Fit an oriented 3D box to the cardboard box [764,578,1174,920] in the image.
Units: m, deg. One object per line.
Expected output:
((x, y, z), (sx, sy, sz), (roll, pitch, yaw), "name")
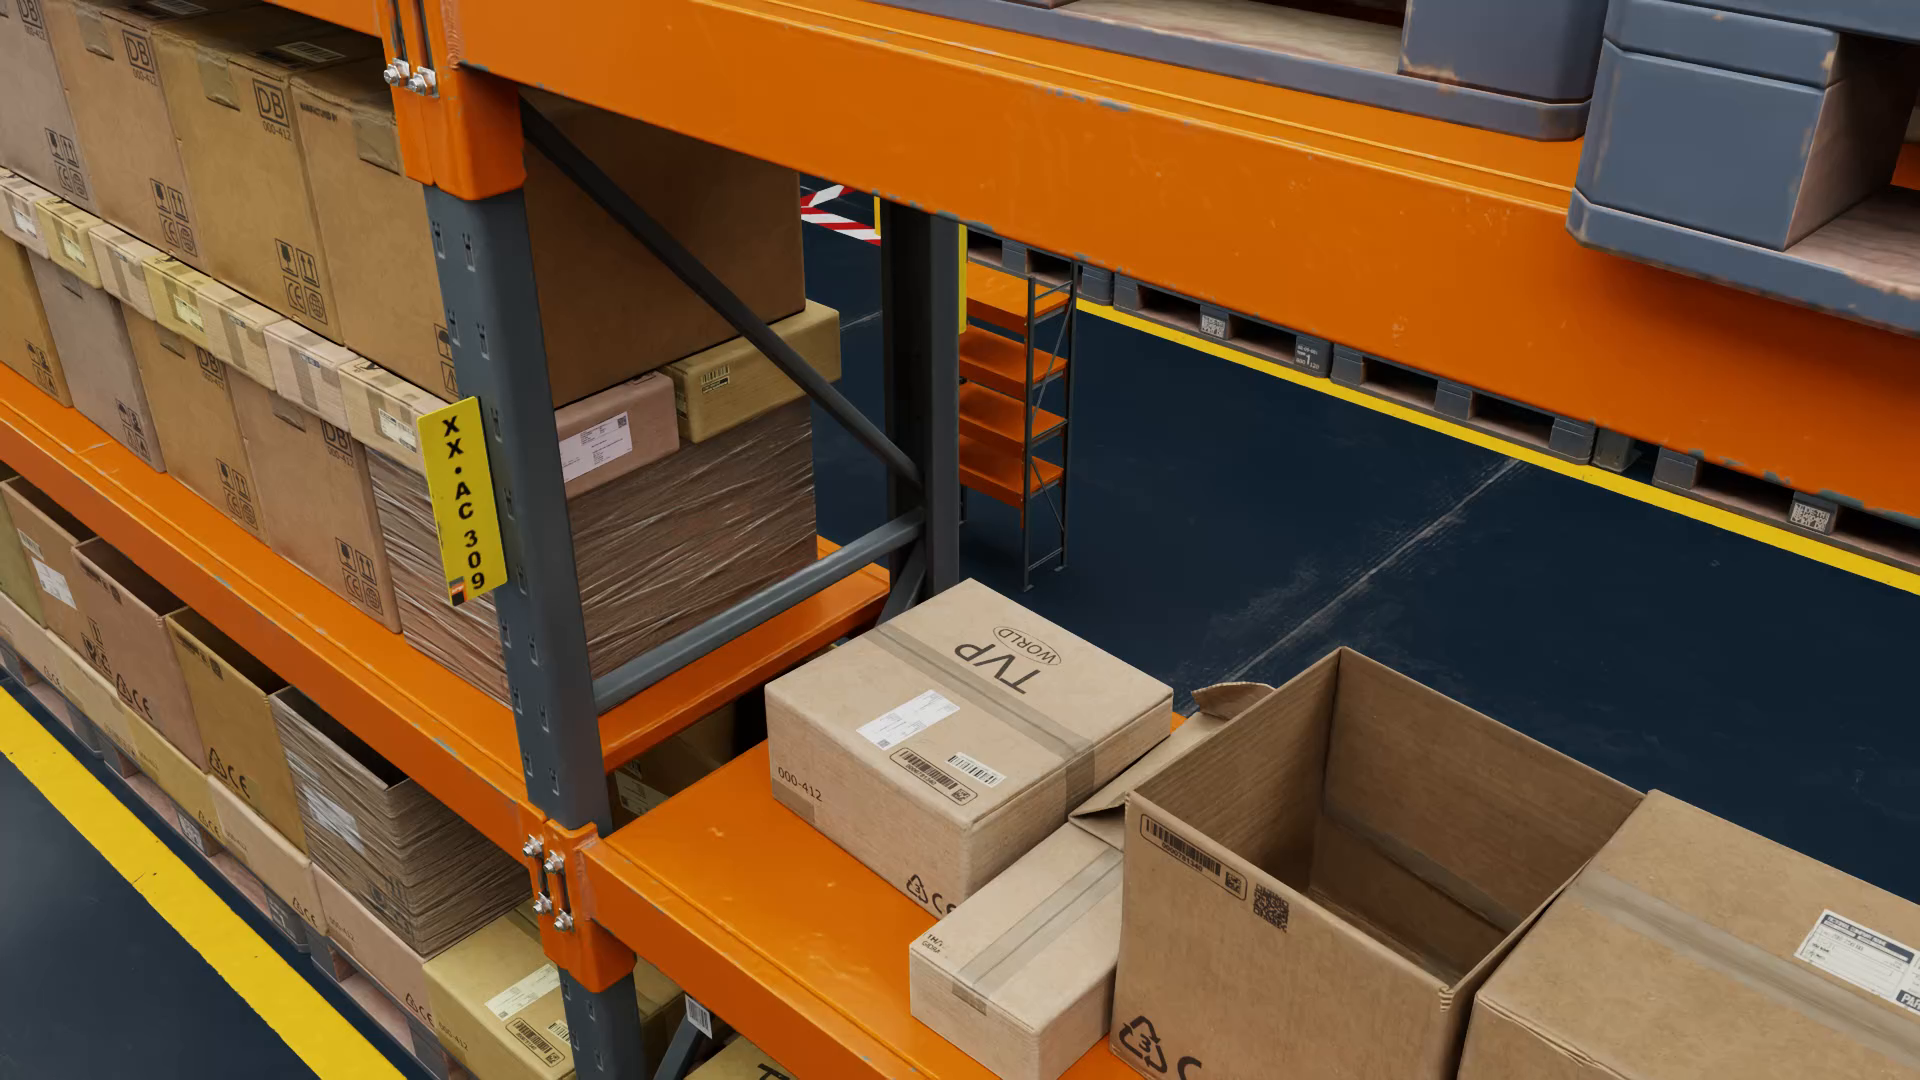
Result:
((0.015, 0.355, 2.897), (0.500, 0.250, 0.500), (-27, 40, -37), "cardboard box")

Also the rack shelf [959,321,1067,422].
((0.123, -0.591, 5.765), (0.480, 0.148, 0.258), (25, 39, 35), "rack shelf")

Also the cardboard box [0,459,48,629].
((-2.725, -0.127, 5.085), (0.500, 0.500, 0.500), (25, 39, 35), "cardboard box")

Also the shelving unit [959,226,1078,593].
((0.123, -0.457, 5.845), (0.503, 1.200, 0.258), (25, 39, 35), "shelving unit")

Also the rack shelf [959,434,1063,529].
((0.123, -0.229, 5.982), (0.480, 0.148, 0.258), (25, 39, 35), "rack shelf")

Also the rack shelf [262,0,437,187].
((-1.863, -1.532, 3.675), (4.000, 0.370, 1.077), (25, 39, 35), "rack shelf")

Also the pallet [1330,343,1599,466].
((2.420, -0.783, 7.345), (1.213, 0.211, 1.003), (25, 39, 35), "pallet")

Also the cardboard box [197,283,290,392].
((-1.298, -0.462, 3.384), (0.250, 0.149, 0.380), (25, 39, 35), "cardboard box")

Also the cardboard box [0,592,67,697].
((-2.724, 0.193, 5.280), (0.500, 0.250, 0.500), (25, 39, 35), "cardboard box")

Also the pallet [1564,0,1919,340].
((1.192, -0.269, 1.064), (1.213, 0.211, 1.003), (27, 40, 37), "pallet")

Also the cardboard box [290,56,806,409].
((-0.713, -0.613, 3.004), (0.500, 0.500, 0.700), (25, 39, 35), "cardboard box")

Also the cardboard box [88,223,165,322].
((-1.665, -0.636, 3.672), (0.250, 0.149, 0.380), (26, 40, 36), "cardboard box")

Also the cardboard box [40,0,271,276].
((-1.459, -0.961, 3.583), (0.500, 0.500, 0.700), (25, 39, 35), "cardboard box")

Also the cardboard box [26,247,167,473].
((-1.858, -0.589, 4.223), (0.500, 0.500, 0.700), (26, 40, 36), "cardboard box")

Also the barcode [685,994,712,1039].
((-0.470, 0.856, 2.986), (0.075, 0.075, 0.001), (25, 39, 35), "barcode")

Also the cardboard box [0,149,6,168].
((-2.201, -1.307, 4.158), (0.500, 0.500, 0.700), (25, 39, 35), "cardboard box")

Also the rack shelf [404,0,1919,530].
((1.103, -0.148, 1.376), (4.000, 0.370, 1.077), (25, 39, 35), "rack shelf")

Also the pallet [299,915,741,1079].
((-0.941, 1.041, 4.317), (1.213, 0.211, 1.003), (25, 39, 35), "pallet")

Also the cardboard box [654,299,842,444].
((-0.449, -0.351, 3.198), (0.250, 0.149, 0.380), (25, 39, 35), "cardboard box")

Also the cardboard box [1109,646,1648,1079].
((0.569, 0.549, 2.333), (0.500, 0.500, 0.500), (-26, 40, -36), "cardboard box")

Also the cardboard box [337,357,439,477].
((-0.907, -0.282, 3.084), (0.250, 0.149, 0.380), (24, 39, 34), "cardboard box")

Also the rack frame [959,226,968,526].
((-0.058, -0.541, 5.986), (0.015, 1.200, 0.240), (25, 39, 35), "rack frame")

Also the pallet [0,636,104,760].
((-2.750, 0.196, 5.719), (1.213, 0.211, 1.003), (25, 39, 35), "pallet")

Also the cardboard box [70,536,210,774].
((-1.987, 0.220, 4.507), (0.500, 0.500, 0.500), (25, 39, 35), "cardboard box")

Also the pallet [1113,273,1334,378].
((1.511, -1.205, 8.047), (1.213, 0.211, 1.003), (25, 39, 35), "pallet")

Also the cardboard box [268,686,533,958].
((-1.233, 0.560, 3.944), (0.500, 0.500, 0.500), (25, 39, 35), "cardboard box")

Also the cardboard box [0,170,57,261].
((-2.060, -0.817, 3.974), (0.250, 0.149, 0.380), (25, 39, 36), "cardboard box")

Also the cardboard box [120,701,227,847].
((-1.986, 0.541, 4.701), (0.500, 0.250, 0.500), (25, 39, 35), "cardboard box")

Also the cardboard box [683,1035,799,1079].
((-0.240, 1.133, 3.174), (0.500, 0.311, 0.500), (25, 39, 35), "cardboard box")

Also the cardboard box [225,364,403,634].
((-1.108, -0.237, 3.638), (0.500, 0.500, 0.700), (25, 39, 35), "cardboard box")

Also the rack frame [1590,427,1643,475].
((2.942, -1.758, 6.263), (0.127, 3.000, 1.000), (25, 39, 35), "rack frame")

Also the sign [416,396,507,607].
((-0.751, -0.055, 2.517), (0.005, 0.325, 0.100), (25, 39, 35), "sign")

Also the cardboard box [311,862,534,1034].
((-1.234, 0.882, 4.136), (0.500, 0.250, 0.500), (25, 39, 35), "cardboard box")
